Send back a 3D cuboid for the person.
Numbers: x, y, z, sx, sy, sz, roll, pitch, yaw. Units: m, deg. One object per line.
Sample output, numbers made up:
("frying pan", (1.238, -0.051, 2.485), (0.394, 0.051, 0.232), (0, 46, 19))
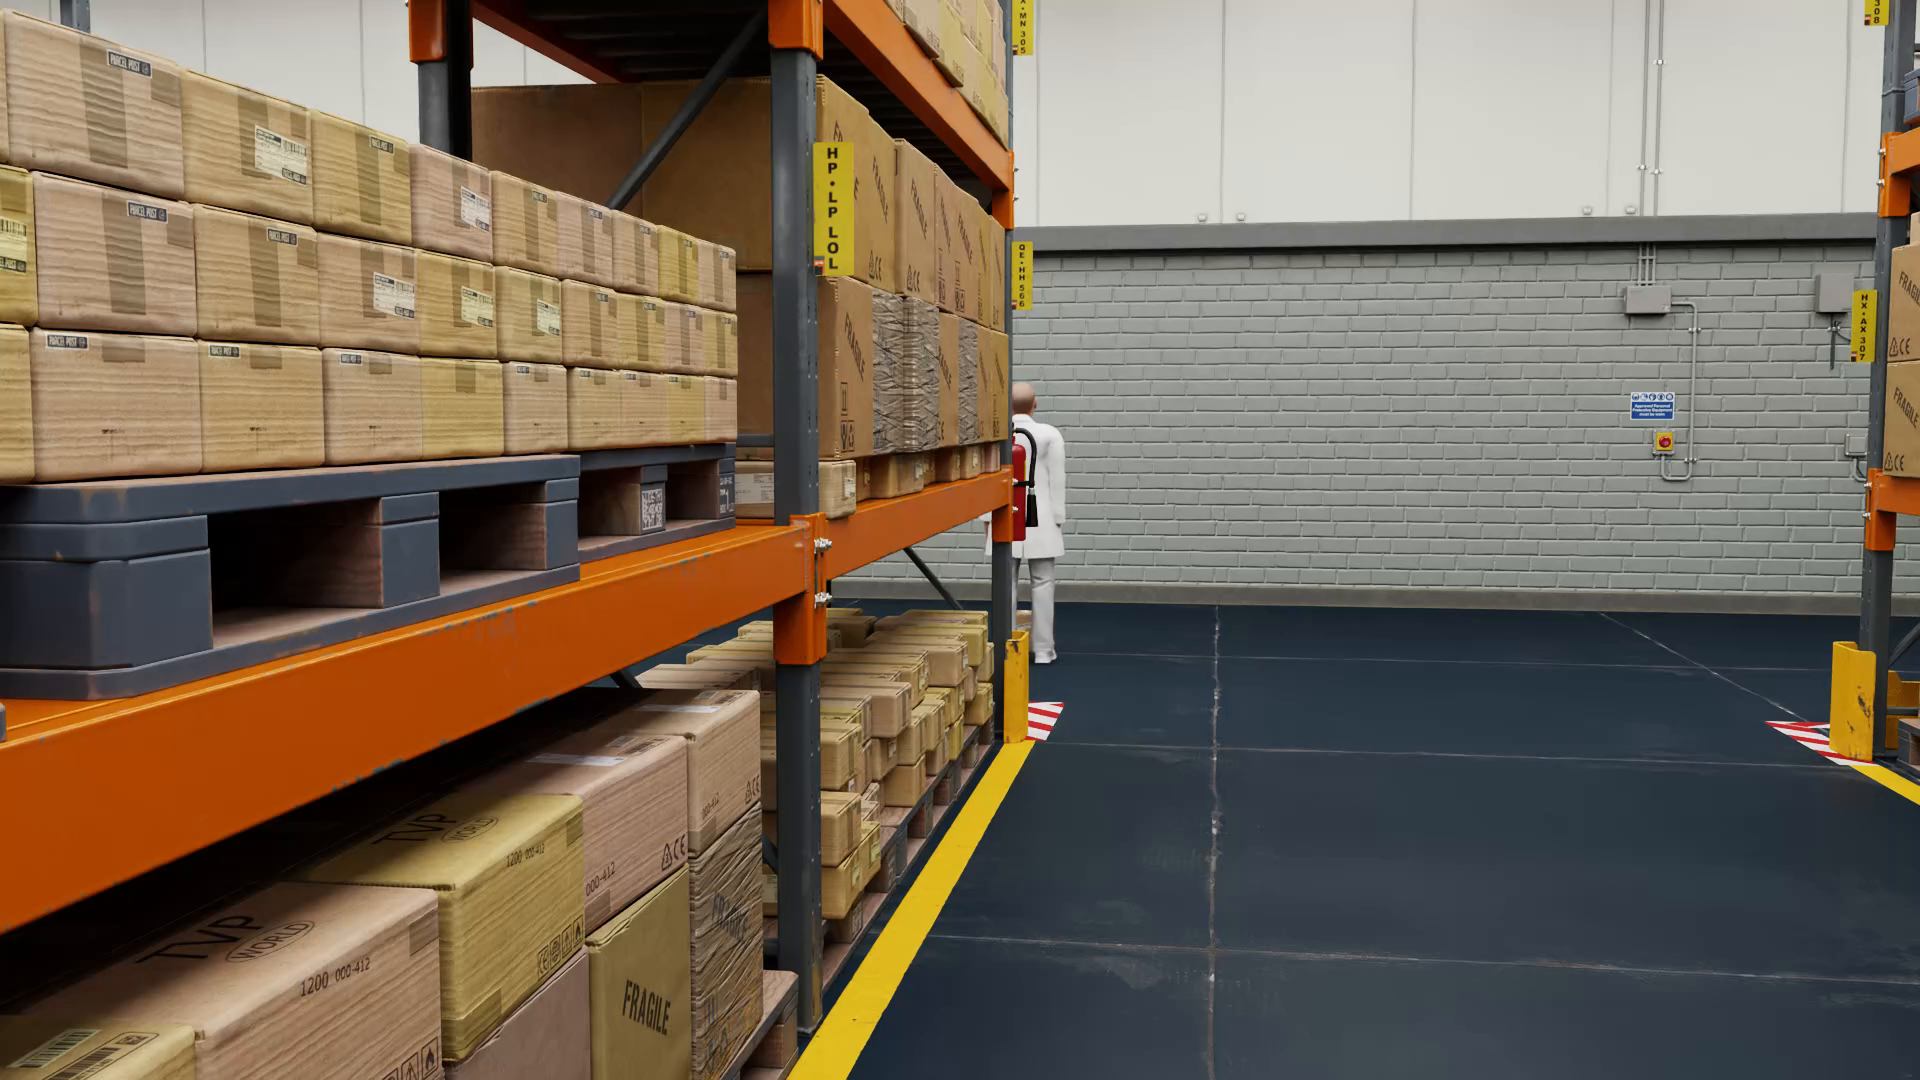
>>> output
("person", (0.394, -0.102, 10.556), (0.561, 1.793, 0.393), (1, 4, 10))
